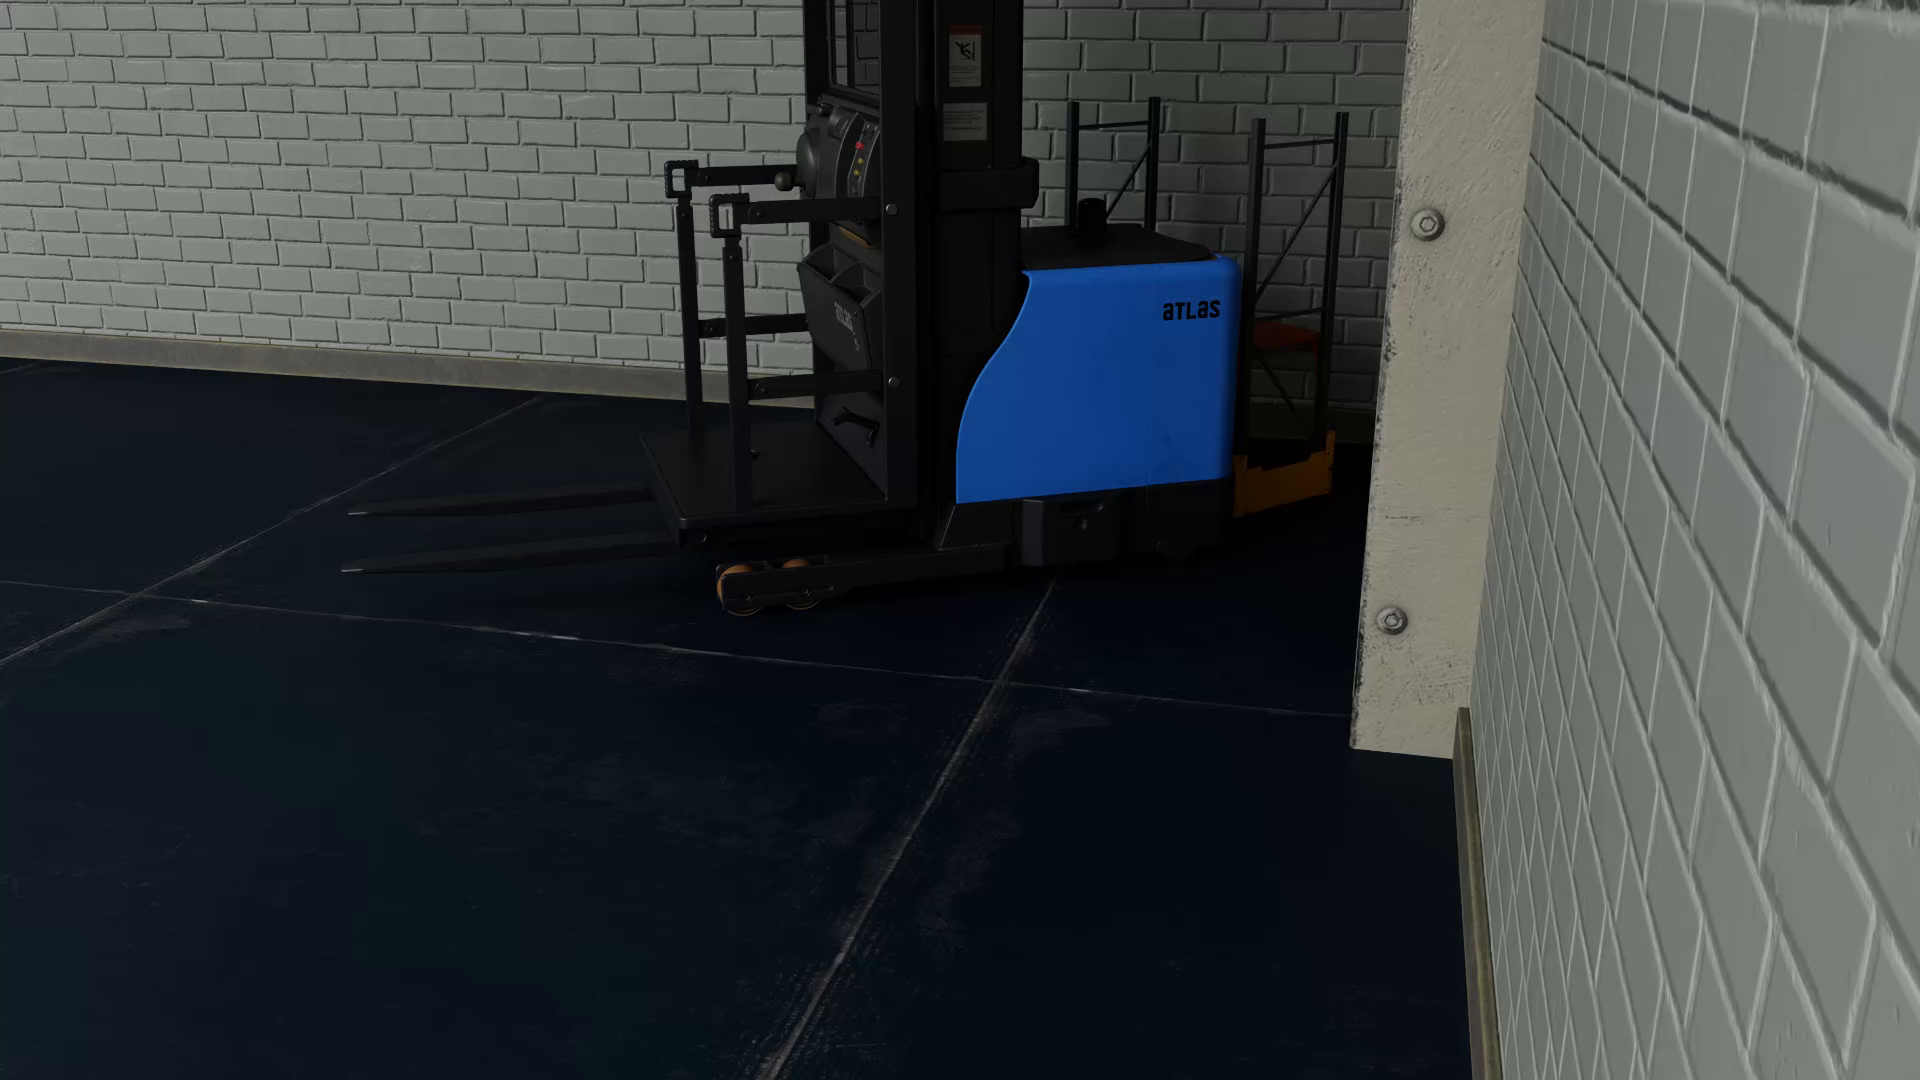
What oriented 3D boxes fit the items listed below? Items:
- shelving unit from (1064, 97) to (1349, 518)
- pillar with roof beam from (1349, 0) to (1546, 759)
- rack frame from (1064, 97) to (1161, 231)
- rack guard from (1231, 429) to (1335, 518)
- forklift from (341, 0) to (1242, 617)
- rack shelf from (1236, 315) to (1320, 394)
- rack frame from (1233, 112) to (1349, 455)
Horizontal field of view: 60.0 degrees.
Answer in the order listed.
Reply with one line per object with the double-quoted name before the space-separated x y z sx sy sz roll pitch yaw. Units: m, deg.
"shelving unit" 0.957 -0.988 6.760 0.587 1.500 1.083 -14 23 -35
"pillar with roof beam" -2.916 -4.082 4.217 9.100 9.000 0.400 5 19 13
"rack frame" 0.642 -1.121 7.148 0.500 1.500 0.032 -14 23 -35
"rack guard" 1.261 -0.269 6.588 0.587 0.250 0.087 -14 23 -35
"forklift" -0.594 -1.327 5.538 3.031 2.935 1.130 -6 20 -16
"rack shelf" 0.952 -0.820 6.824 0.538 0.185 1.000 -14 23 -35
"rack frame" 1.261 -0.860 6.385 0.500 1.500 0.032 -14 23 -35
